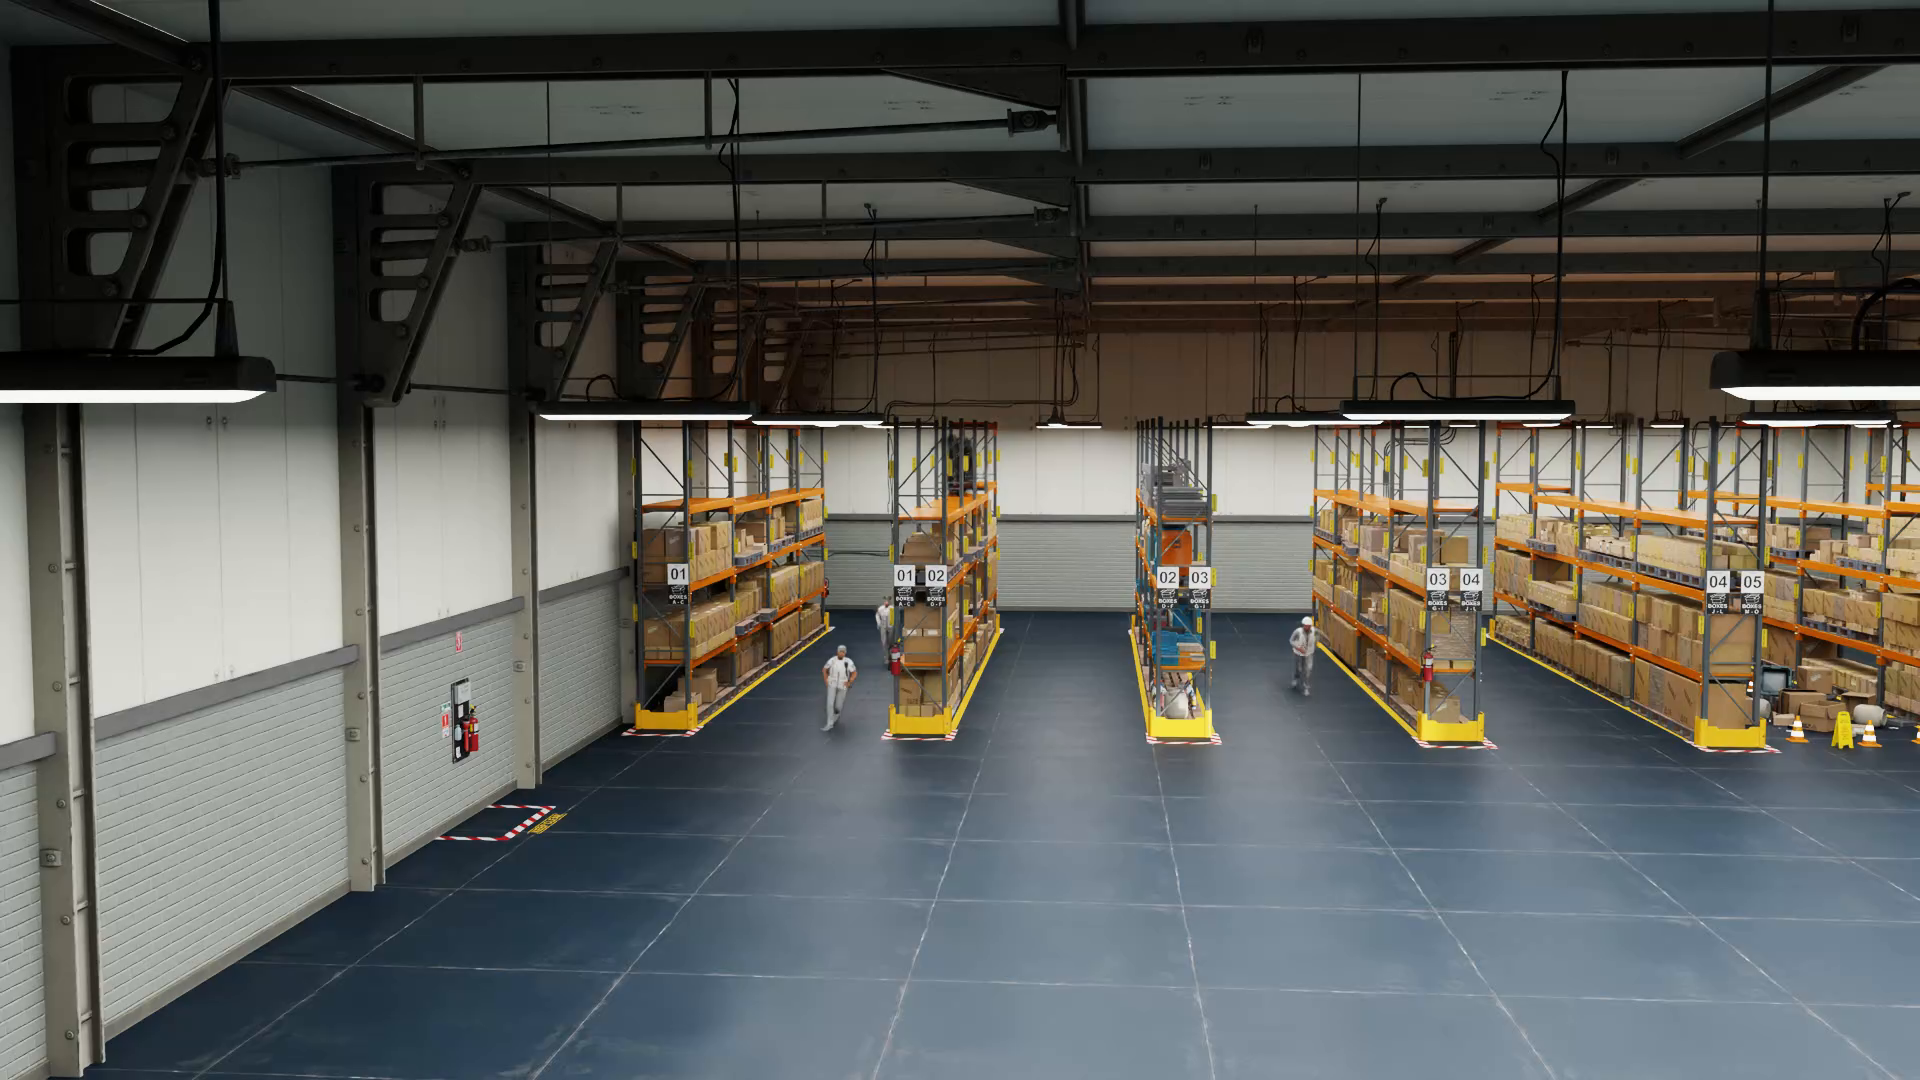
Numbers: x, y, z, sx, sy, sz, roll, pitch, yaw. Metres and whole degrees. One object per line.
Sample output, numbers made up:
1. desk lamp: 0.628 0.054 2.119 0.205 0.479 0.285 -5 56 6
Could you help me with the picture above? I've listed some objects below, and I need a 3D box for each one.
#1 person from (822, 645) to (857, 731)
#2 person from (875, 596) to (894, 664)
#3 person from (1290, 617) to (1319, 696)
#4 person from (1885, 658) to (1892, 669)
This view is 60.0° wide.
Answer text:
1. person: -2.327 2.828 32.110 0.667 1.621 0.707 0 4 0
2. person: -1.811 2.200 41.375 0.600 1.678 0.843 0 4 0
3. person: 7.520 2.515 36.473 0.697 1.729 1.046 -1 4 -8
4. person: 21.278 2.423 37.802 0.579 1.693 0.846 0 4 7
